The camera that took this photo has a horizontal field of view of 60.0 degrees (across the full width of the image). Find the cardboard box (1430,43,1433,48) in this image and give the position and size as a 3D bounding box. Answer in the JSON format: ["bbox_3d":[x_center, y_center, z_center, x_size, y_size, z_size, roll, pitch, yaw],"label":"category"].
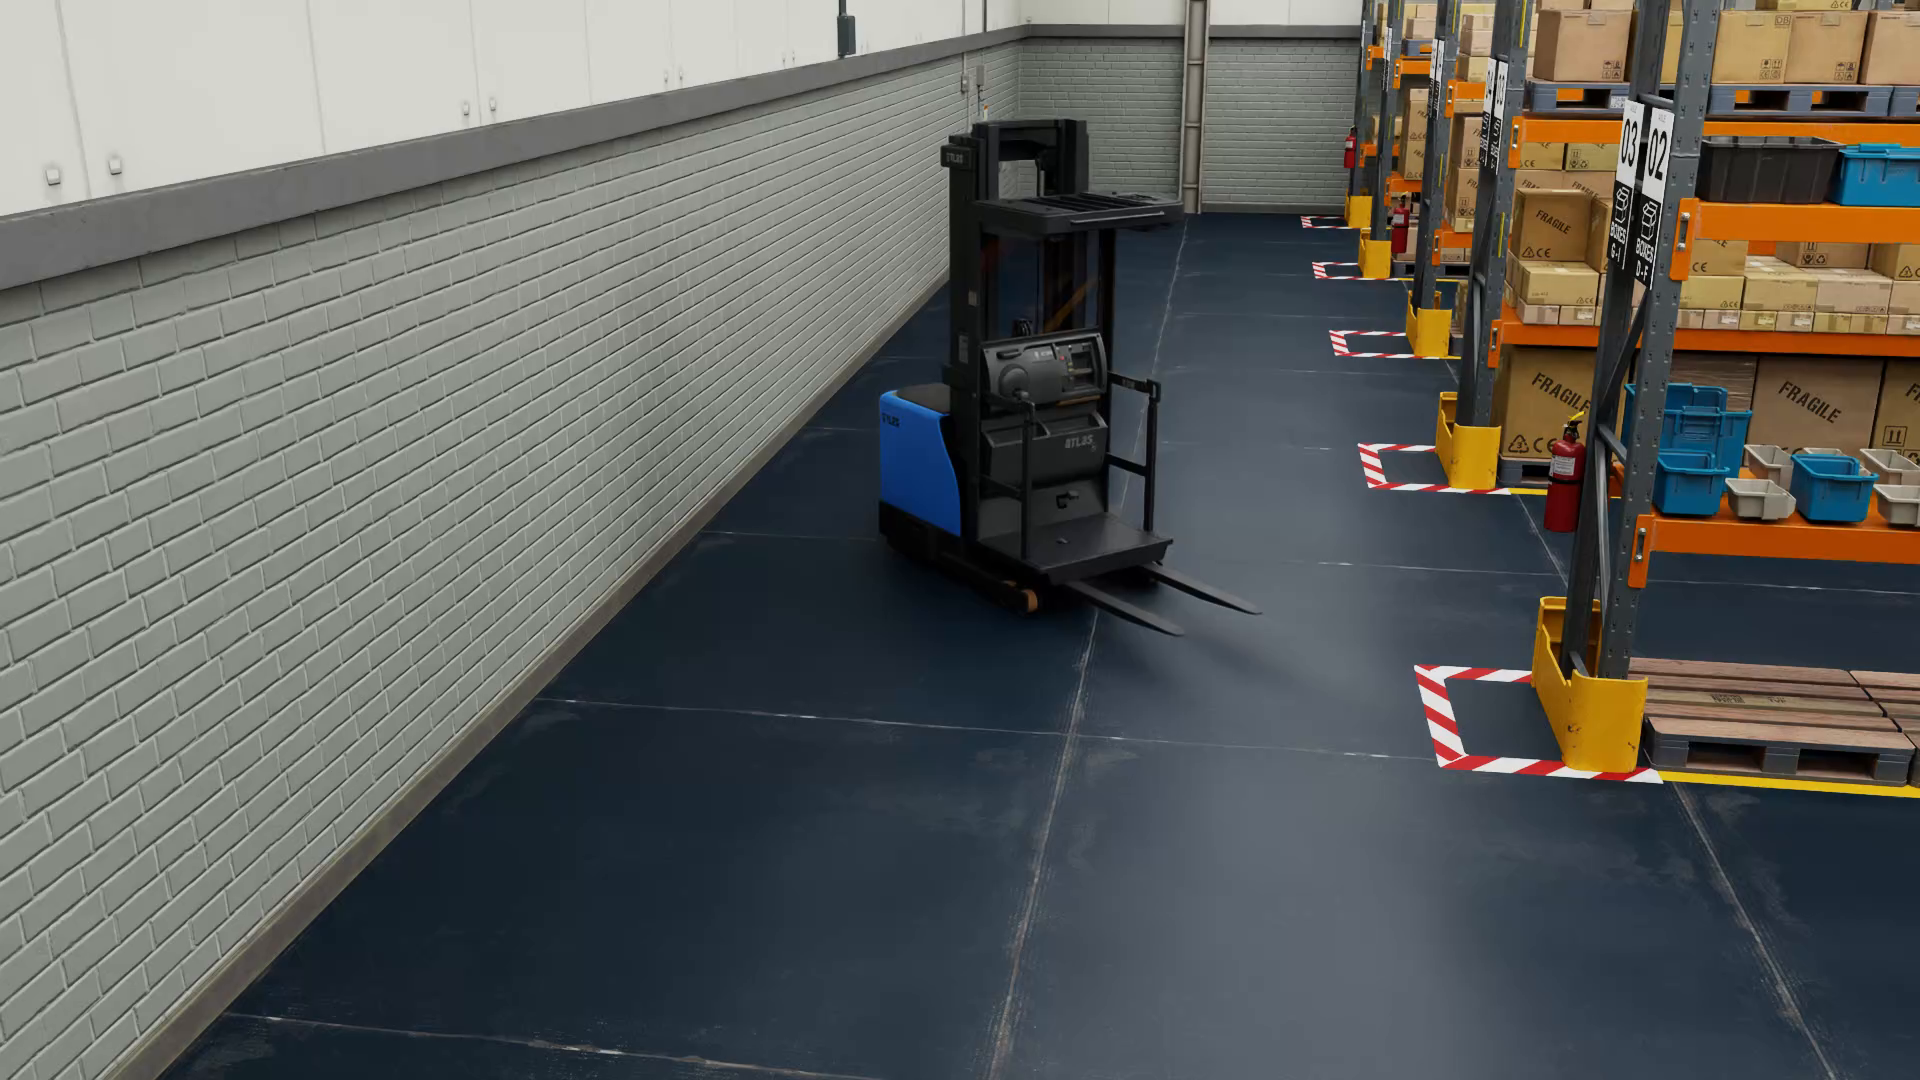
[{"bbox_3d":[7.497,-7.804,26.068,0.250,0.149,0.380,3,19,10],"label":"cardboard box"}]

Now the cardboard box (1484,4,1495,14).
[{"bbox_3d":[8.376,-8.211,25.868,0.500,0.250,0.500,3,19,10],"label":"cardboard box"}]

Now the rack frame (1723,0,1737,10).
[{"bbox_3d":[9.641,-7.746,20.771,0.127,3.000,1.000,3,19,9],"label":"rack frame"}]

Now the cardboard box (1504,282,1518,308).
[{"bbox_3d":[4.524,-1.964,13.340,0.250,0.149,0.380,3,19,10],"label":"cardboard box"}]

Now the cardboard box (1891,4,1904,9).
[{"bbox_3d":[11.804,-6.366,20.556,0.500,0.500,0.500,3,19,9],"label":"cardboard box"}]

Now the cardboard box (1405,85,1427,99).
[{"bbox_3d":[6.078,-5.976,22.181,0.250,0.149,0.380,3,19,9],"label":"cardboard box"}]

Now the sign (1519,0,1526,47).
[{"bbox_3d":[4.026,-3.698,11.900,0.005,0.325,0.100,3,19,9],"label":"sign"}]

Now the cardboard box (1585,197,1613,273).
[{"bbox_3d":[5.045,-2.289,12.503,0.500,0.500,0.500,2,19,7],"label":"cardboard box"}]

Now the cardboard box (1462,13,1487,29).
[{"bbox_3d":[5.381,-5.399,17.305,0.250,0.149,0.380,3,19,8],"label":"cardboard box"}]

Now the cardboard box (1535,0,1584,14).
[{"bbox_3d":[7.658,-6.670,21.307,0.500,0.500,0.500,3,19,10],"label":"cardboard box"}]

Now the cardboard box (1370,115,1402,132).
[{"bbox_3d":[6.972,-6.787,27.129,0.500,0.250,0.500,3,19,10],"label":"cardboard box"}]

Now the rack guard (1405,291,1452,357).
[{"bbox_3d":[5.081,-2.357,18.060,0.348,0.500,1.175,3,19,9],"label":"rack guard"}]

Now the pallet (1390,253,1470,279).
[{"bbox_3d":[6.494,-3.764,22.720,1.213,0.211,1.003,3,19,9],"label":"pallet"}]

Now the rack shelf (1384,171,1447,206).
[{"bbox_3d":[7.666,-4.660,22.138,4.000,0.370,1.077,3,19,9],"label":"rack shelf"}]

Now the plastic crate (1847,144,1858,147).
[{"bbox_3d":[4.353,-1.808,8.085,0.336,0.188,0.450,3,19,9],"label":"plastic crate"}]

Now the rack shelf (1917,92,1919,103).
[{"bbox_3d":[10.930,-4.326,16.410,4.000,0.370,1.077,3,19,9],"label":"rack shelf"}]

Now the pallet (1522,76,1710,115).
[{"bbox_3d":[4.854,-3.344,12.482,1.213,0.211,1.003,3,19,9],"label":"pallet"}]

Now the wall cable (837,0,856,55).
[{"bbox_3d":[-0.916,-7.732,15.661,0.120,5.999,2.277,3,19,9],"label":"wall cable"}]

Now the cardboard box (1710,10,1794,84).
[{"bbox_3d":[5.696,-3.628,12.213,0.500,0.500,0.700,2,19,5],"label":"cardboard box"}]

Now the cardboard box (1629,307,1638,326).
[{"bbox_3d":[5.182,-1.719,12.610,0.250,0.149,0.380,3,19,8],"label":"cardboard box"}]

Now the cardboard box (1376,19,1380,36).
[{"bbox_3d":[6.958,-8.213,26.661,0.500,0.250,0.500,3,19,8],"label":"cardboard box"}]

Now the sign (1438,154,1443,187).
[{"bbox_3d":[4.920,-3.787,17.029,0.005,0.325,0.100,3,19,9],"label":"sign"}]

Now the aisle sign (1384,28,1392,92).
[{"bbox_3d":[5.575,-6.248,21.651,0.004,0.787,0.394,3,19,9],"label":"aisle sign"}]

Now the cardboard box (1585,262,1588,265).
[{"bbox_3d":[5.141,-2.100,13.121,0.500,0.250,0.500,3,19,8],"label":"cardboard box"}]

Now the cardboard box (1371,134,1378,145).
[{"bbox_3d":[6.756,-6.436,26.706,0.250,0.149,0.380,3,19,8],"label":"cardboard box"}]

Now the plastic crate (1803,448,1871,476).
[{"bbox_3d":[4.452,-0.346,8.430,0.243,0.136,0.396,3,19,9],"label":"plastic crate"}]

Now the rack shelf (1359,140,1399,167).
[{"bbox_3d":[8.450,-6.216,26.786,4.000,0.370,1.077,3,19,9],"label":"rack shelf"}]

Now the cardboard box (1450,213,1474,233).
[{"bbox_3d":[5.274,-3.308,17.359,0.250,0.149,0.380,3,19,8],"label":"cardboard box"}]

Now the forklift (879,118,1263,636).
[{"bbox_3d":[0.669,-1.091,10.444,1.130,2.935,3.031,-12,22,-32],"label":"forklift"}]

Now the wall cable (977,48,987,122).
[{"bbox_3d":[0.334,-6.305,24.319,0.122,1.984,0.588,3,19,9],"label":"wall cable"}]

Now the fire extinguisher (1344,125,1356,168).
[{"bbox_3d":[6.257,-6.306,26.633,0.183,0.674,0.296,3,19,9],"label":"fire extinguisher"}]

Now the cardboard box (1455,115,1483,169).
[{"bbox_3d":[5.408,-4.103,17.137,0.500,0.500,0.500,3,19,8],"label":"cardboard box"}]

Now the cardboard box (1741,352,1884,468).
[{"bbox_3d":[6.542,-1.091,13.024,0.875,0.875,0.875,3,19,9],"label":"cardboard box"}]

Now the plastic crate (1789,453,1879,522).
[{"bbox_3d":[4.176,-0.246,7.981,0.300,0.233,0.416,3,19,9],"label":"plastic crate"}]

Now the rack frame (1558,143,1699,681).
[{"bbox_3d":[3.334,-0.446,8.408,0.127,3.000,1.000,3,19,9],"label":"rack frame"}]

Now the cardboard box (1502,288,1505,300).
[{"bbox_3d":[5.761,-2.567,17.640,0.250,0.149,0.380,3,19,10],"label":"cardboard box"}]

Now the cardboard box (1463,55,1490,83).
[{"bbox_3d":[5.409,-4.795,16.916,0.500,0.250,0.500,4,19,11],"label":"cardboard box"}]

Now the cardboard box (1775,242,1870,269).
[{"bbox_3d":[6.637,-2.378,12.768,0.500,0.500,0.500,2,19,7],"label":"cardboard box"}]

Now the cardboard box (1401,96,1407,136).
[{"bbox_3d":[6.206,-5.674,22.300,0.500,0.500,0.500,4,19,10],"label":"cardboard box"}]

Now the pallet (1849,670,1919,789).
[{"bbox_3d":[5.343,0.992,8.504,1.213,0.211,1.003,3,19,9],"label":"pallet"}]

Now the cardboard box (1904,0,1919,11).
[{"bbox_3d":[7.142,-3.918,11.898,0.500,0.250,0.500,2,19,5],"label":"cardboard box"}]

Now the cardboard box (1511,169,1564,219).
[{"bbox_3d":[5.938,-3.607,17.229,0.500,0.500,0.500,3,19,9],"label":"cardboard box"}]

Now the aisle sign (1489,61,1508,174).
[{"bbox_3d":[4.001,-3.140,12.363,0.004,0.787,0.394,3,19,9],"label":"aisle sign"}]

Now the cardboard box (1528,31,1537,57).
[{"bbox_3d":[5.914,-5.005,16.756,0.500,0.250,0.500,3,19,8],"label":"cardboard box"}]

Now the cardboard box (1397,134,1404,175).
[{"bbox_3d":[6.210,-5.208,22.484,0.500,0.500,0.500,3,19,9],"label":"cardboard box"}]

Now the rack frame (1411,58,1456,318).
[{"bbox_3d":[5.006,-3.546,17.675,0.127,3.000,1.000,3,19,9],"label":"rack frame"}]

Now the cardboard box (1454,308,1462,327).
[{"bbox_3d":[5.559,-2.432,18.176,0.250,0.149,0.380,3,19,10],"label":"cardboard box"}]

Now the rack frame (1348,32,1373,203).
[{"bbox_3d":[6.475,-6.657,26.973,0.127,3.000,1.000,3,19,9],"label":"rack frame"}]

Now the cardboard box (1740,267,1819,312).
[{"bbox_3d":[6.077,-1.884,12.473,0.500,0.250,0.500,3,19,8],"label":"cardboard box"}]

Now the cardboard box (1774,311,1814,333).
[{"bbox_3d":[6.196,-1.667,12.455,0.250,0.149,0.380,3,19,10],"label":"cardboard box"}]
